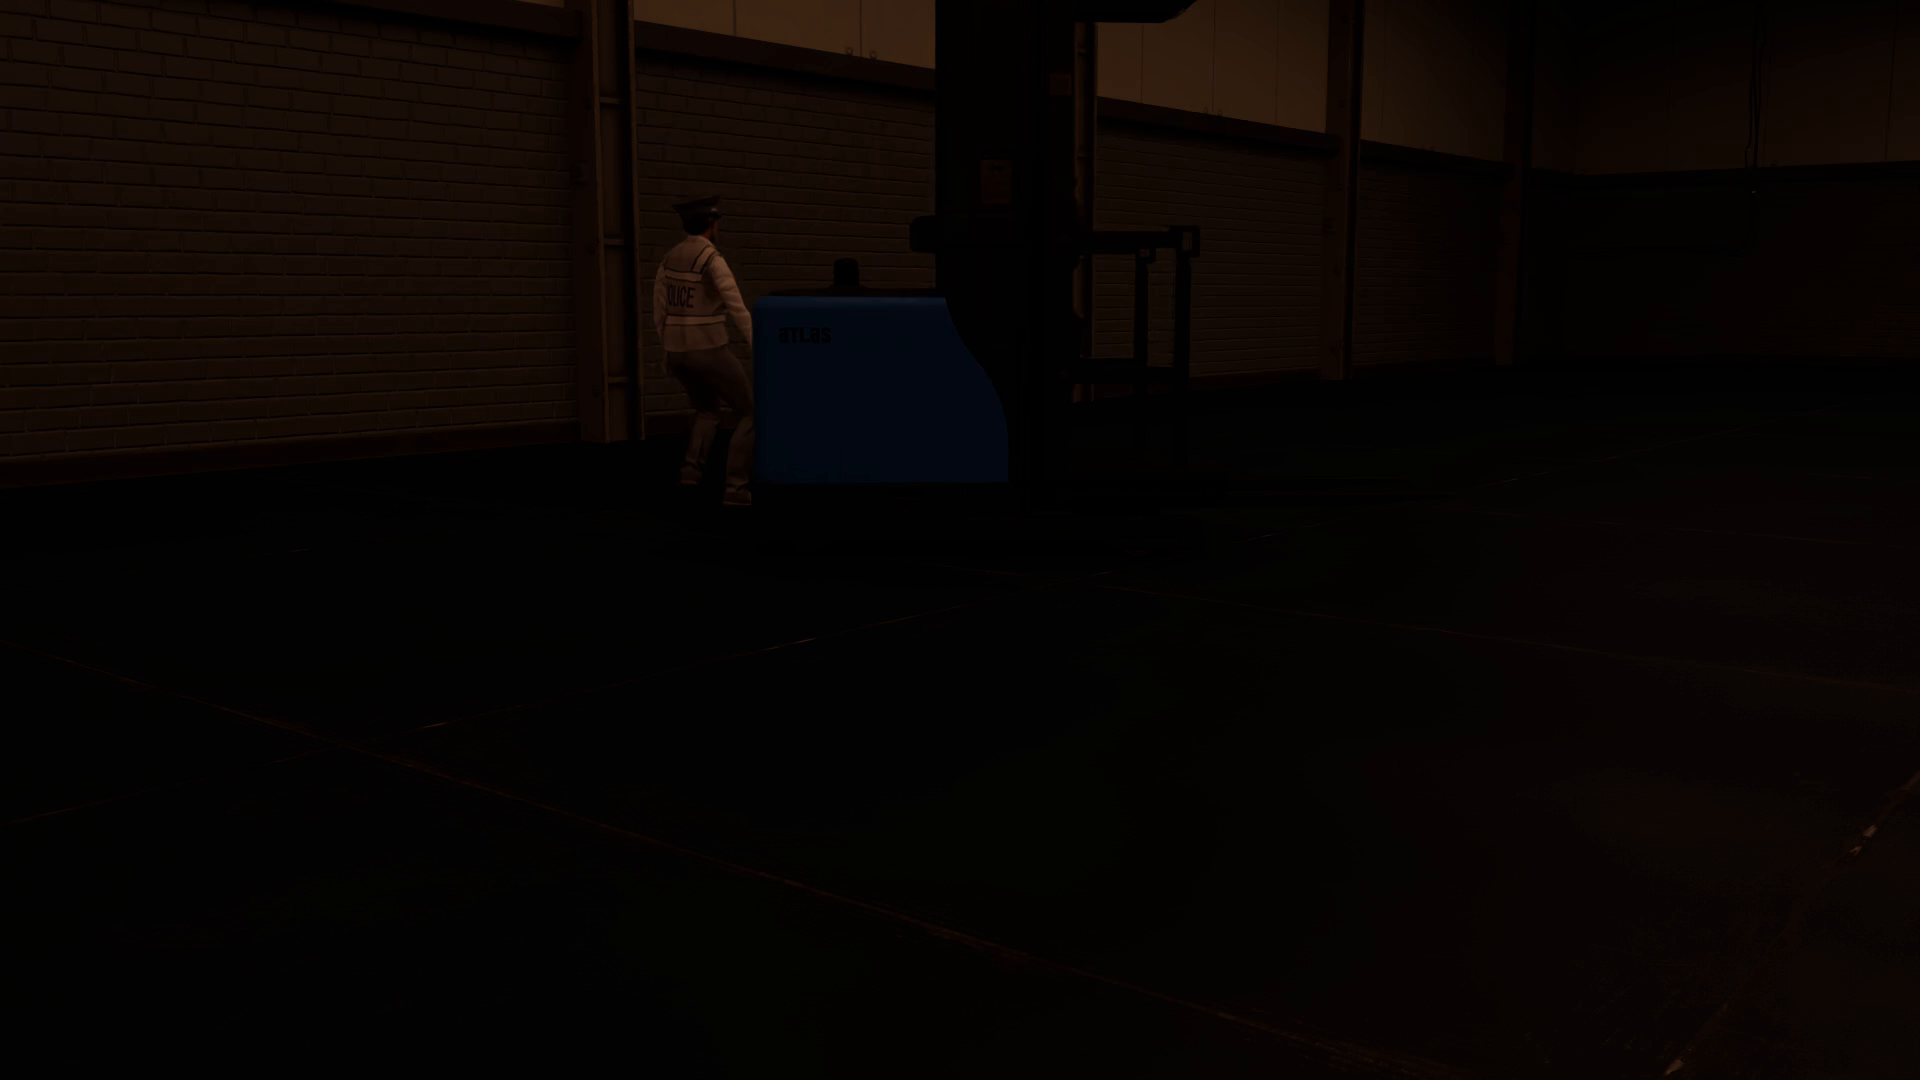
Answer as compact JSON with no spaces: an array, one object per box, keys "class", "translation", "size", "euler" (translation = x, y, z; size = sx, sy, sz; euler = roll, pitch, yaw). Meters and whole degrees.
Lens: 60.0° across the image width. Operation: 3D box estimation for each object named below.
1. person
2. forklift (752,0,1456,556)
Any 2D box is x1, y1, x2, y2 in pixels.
[{"class":"person","translation":[-1.277,-0.971,8.571],"size":[0.418,1.606,0.715],"euler":[-8,11,-43]},{"class":"forklift","translation":[0.619,-1.459,7.251],"size":[3.031,2.935,1.130],"euler":[-1,8,-4]}]
